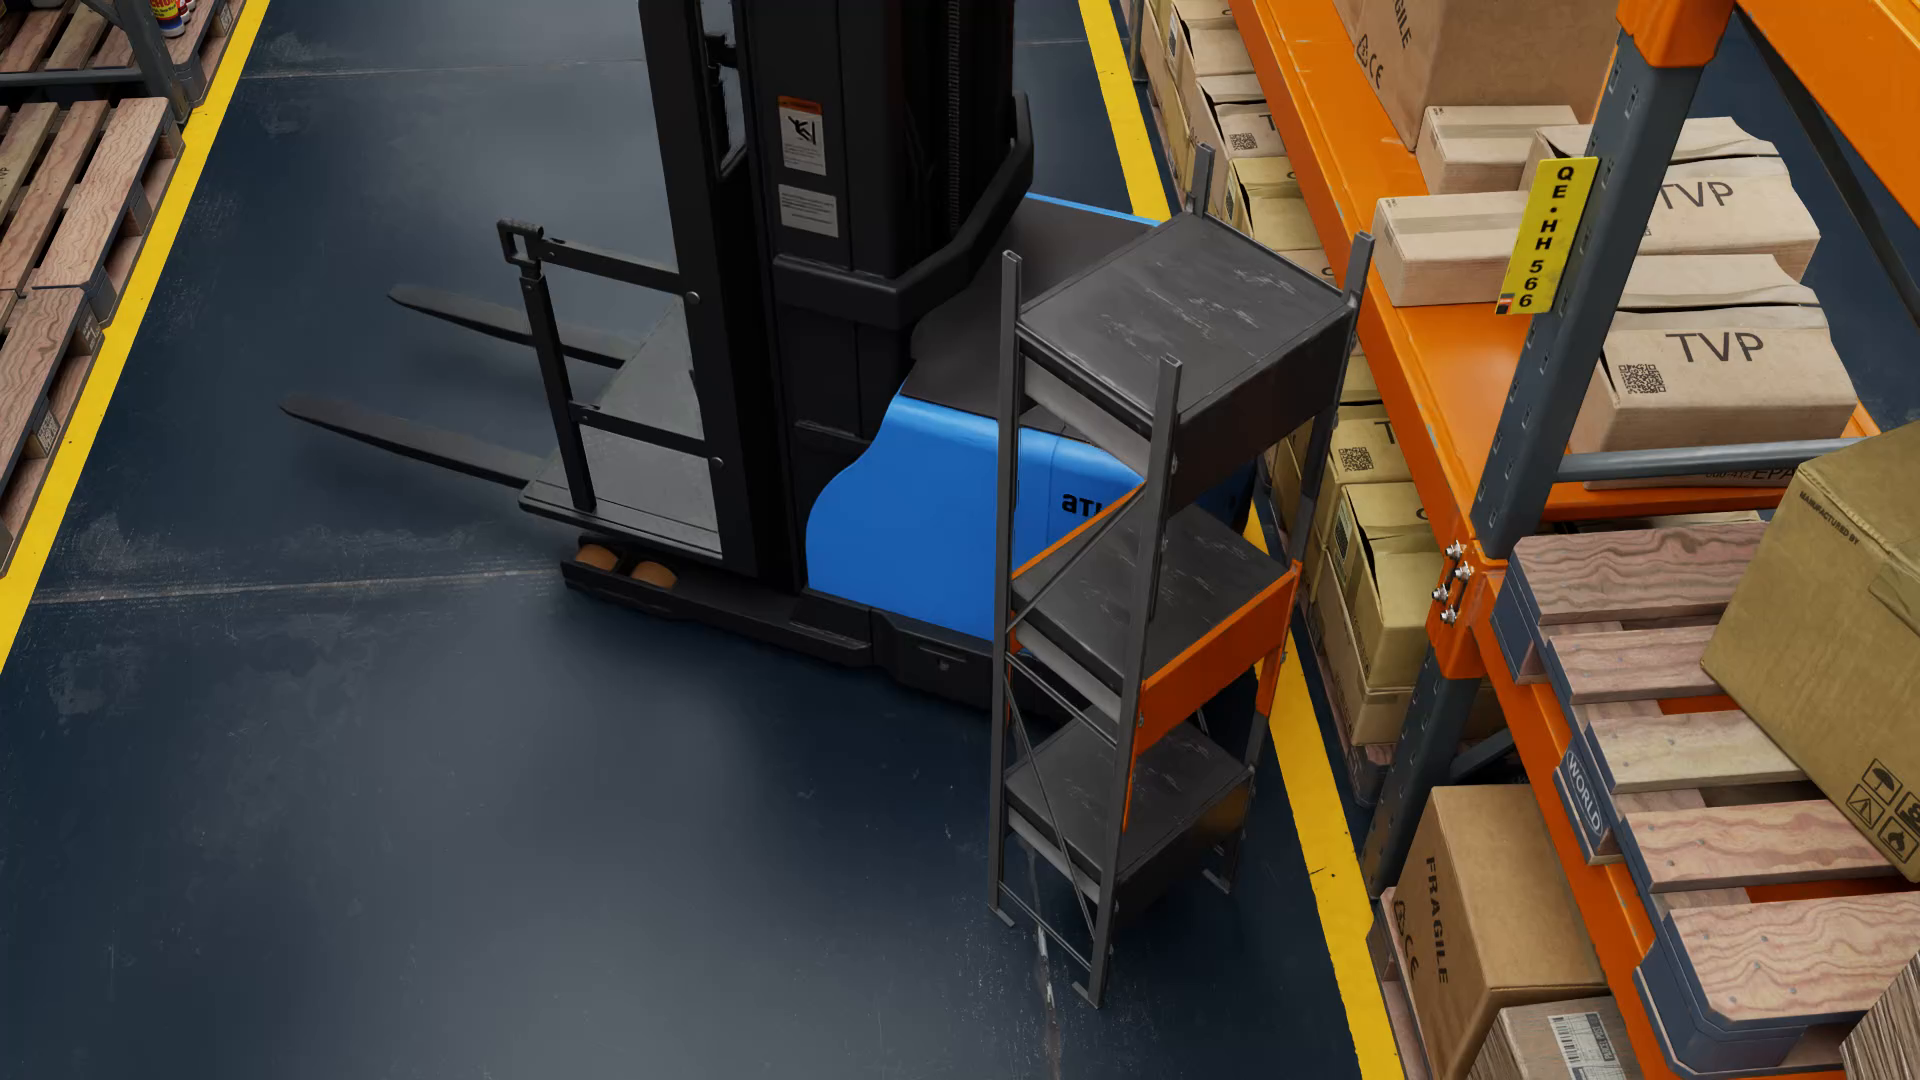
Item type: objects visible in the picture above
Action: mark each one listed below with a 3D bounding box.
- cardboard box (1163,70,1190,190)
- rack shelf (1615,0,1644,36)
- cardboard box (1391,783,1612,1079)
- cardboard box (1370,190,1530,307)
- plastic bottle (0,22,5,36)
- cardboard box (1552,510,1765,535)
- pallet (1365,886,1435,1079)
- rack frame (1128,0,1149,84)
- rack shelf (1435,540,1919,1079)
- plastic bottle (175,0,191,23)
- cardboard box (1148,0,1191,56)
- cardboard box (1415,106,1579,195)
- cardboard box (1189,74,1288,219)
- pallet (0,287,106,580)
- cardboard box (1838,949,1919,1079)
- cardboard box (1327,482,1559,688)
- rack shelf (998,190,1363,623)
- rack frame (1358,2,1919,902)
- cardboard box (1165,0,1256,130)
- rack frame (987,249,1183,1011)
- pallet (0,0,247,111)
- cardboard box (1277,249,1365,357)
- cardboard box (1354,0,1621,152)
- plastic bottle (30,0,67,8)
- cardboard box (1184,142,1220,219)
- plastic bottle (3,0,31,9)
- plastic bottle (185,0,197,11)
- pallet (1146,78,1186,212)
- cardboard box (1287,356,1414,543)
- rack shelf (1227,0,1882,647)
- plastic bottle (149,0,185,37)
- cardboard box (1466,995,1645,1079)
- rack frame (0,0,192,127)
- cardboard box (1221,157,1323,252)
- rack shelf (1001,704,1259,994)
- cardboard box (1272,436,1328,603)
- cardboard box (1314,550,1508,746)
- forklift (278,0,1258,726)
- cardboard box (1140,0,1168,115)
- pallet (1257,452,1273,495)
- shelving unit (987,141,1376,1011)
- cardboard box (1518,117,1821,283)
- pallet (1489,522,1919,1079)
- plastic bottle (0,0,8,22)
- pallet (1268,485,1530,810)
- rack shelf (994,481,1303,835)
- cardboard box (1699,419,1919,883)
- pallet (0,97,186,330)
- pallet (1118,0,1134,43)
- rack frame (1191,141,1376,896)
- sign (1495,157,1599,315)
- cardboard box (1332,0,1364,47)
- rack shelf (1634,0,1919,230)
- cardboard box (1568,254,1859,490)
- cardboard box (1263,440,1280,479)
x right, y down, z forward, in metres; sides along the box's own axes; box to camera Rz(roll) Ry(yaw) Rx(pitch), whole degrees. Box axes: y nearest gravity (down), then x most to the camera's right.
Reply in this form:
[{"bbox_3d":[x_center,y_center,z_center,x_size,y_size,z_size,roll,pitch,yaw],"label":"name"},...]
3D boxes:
[{"bbox_3d":[1.059,-1.575,6.281,0.500,0.250,0.500,-2,47,-2],"label":"cardboard box"},{"bbox_3d":[1.398,-2.390,3.877,1.077,0.370,4.000,-3,47,-3],"label":"rack shelf"},{"bbox_3d":[1.319,0.896,3.754,0.500,0.500,0.500,-2,47,-2],"label":"cardboard box"},{"bbox_3d":[1.215,-0.707,4.026,0.380,0.149,0.250,-3,47,-3],"label":"cardboard box"},{"bbox_3d":[-4.046,-2.187,6.880,0.097,0.201,0.097,0,47,0],"label":"plastic bottle"},{"bbox_3d":[1.814,0.052,4.353,0.500,0.311,0.500,-2,47,-2],"label":"cardboard box"},{"bbox_3d":[1.590,1.342,3.834,1.003,0.211,1.213,-3,47,-3],"label":"pallet"},{"bbox_3d":[1.231,-3.053,6.076,1.000,3.000,0.127,-3,47,-3],"label":"rack frame"},{"bbox_3d":[1.733,1.535,2.226,1.077,0.370,4.000,-3,47,-3],"label":"rack shelf"},{"bbox_3d":[-3.304,-2.275,6.963,0.097,0.201,0.097,0,47,0],"label":"plastic bottle"},{"bbox_3d":[1.017,-2.131,6.420,0.500,0.311,0.500,-3,47,-3],"label":"cardboard box"},{"bbox_3d":[1.403,-0.992,4.297,0.380,0.149,0.250,0,47,0],"label":"cardboard box"},{"bbox_3d":[1.098,-1.394,5.723,0.500,0.311,0.500,-5,47,-5],"label":"cardboard box"},{"bbox_3d":[-3.496,-0.345,5.432,1.003,0.211,1.213,-3,47,-3],"label":"pallet"},{"bbox_3d":[1.617,0.784,2.083,0.700,0.500,0.500,4,47,4],"label":"cardboard box"},{"bbox_3d":[1.276,0.085,4.322,0.500,0.311,0.500,-2,47,-2],"label":"cardboard box"},{"bbox_3d":[0.392,-0.252,3.097,0.480,0.518,0.431,-33,55,-28],"label":"rack shelf"},{"bbox_3d":[1.566,-0.159,3.335,1.000,3.000,0.127,-3,47,-3],"label":"rack frame"},{"bbox_3d":[1.054,-1.768,6.077,0.500,0.311,0.500,-4,47,-4],"label":"cardboard box"},{"bbox_3d":[0.211,0.339,3.483,0.015,2.100,0.400,-33,55,-28],"label":"rack frame"},{"bbox_3d":[-3.720,-2.284,7.268,1.003,0.211,1.213,-3,47,-3],"label":"pallet"},{"bbox_3d":[1.187,-0.656,5.024,0.500,0.311,0.500,-4,47,-4],"label":"cardboard box"},{"bbox_3d":[1.409,-1.407,4.447,0.500,0.500,0.500,-6,47,-5],"label":"cardboard box"},{"bbox_3d":[-3.903,-2.452,7.028,0.144,0.351,0.185,-3,47,-3],"label":"plastic bottle"},{"bbox_3d":[1.105,-1.201,5.926,0.500,0.250,0.500,-5,47,-5],"label":"cardboard box"},{"bbox_3d":[-4.047,-2.444,7.020,0.144,0.351,0.185,-5,47,-4],"label":"plastic bottle"},{"bbox_3d":[-3.312,-2.348,7.032,0.097,0.201,0.097,0,47,0],"label":"plastic bottle"},{"bbox_3d":[1.331,-1.564,6.585,1.003,0.211,1.213,-3,47,-3],"label":"pallet"},{"bbox_3d":[1.226,-0.291,4.678,0.500,0.311,0.500,-4,47,-4],"label":"cardboard box"},{"bbox_3d":[1.398,-1.359,4.966,1.077,0.370,4.000,-3,47,-3],"label":"rack shelf"},{"bbox_3d":[-3.295,-2.225,6.868,0.097,0.271,0.097,0,47,0],"label":"plastic bottle"},{"bbox_3d":[1.368,1.274,3.396,0.500,0.500,0.500,-5,47,-5],"label":"cardboard box"},{"bbox_3d":[-3.706,-2.755,5.793,1.000,3.000,0.127,-3,47,-3],"label":"rack frame"},{"bbox_3d":[1.147,-1.019,5.367,0.500,0.311,0.500,-2,47,-2],"label":"cardboard box"},{"bbox_3d":[0.392,0.711,4.114,0.480,0.518,0.431,-33,55,-28],"label":"rack shelf"},{"bbox_3d":[1.232,-0.097,4.880,0.500,0.250,0.500,-4,47,-4],"label":"cardboard box"},{"bbox_3d":[1.279,0.276,4.527,0.500,0.250,0.500,-2,47,-2],"label":"cardboard box"},{"bbox_3d":[-0.666,-1.123,4.295,3.031,2.935,1.130,16,49,14],"label":"forklift"},{"bbox_3d":[1.018,-1.945,6.631,0.500,0.250,0.500,-5,47,-4],"label":"cardboard box"},{"bbox_3d":[1.437,-0.679,5.748,1.003,0.211,1.213,-3,47,-3],"label":"pallet"},{"bbox_3d":[0.392,0.220,3.596,0.503,2.100,0.431,-33,55,-28],"label":"shelving unit"},{"bbox_3d":[1.684,-0.787,3.991,0.500,0.311,0.500,-4,47,-4],"label":"cardboard box"},{"bbox_3d":[1.692,0.393,2.944,1.213,0.211,1.003,-3,47,-3],"label":"pallet"},{"bbox_3d":[-4.075,-2.300,6.930,0.061,0.283,0.133,-1,47,-1],"label":"plastic bottle"},{"bbox_3d":[1.536,0.202,4.914,1.003,0.211,1.213,-3,47,-3],"label":"pallet"},{"bbox_3d":[0.392,0.229,3.605,0.480,0.518,0.431,-33,55,-28],"label":"rack shelf"},{"bbox_3d":[1.731,0.111,2.721,0.700,0.500,0.500,-18,49,-16],"label":"cardboard box"},{"bbox_3d":[-3.601,-1.230,6.270,1.003,0.211,1.213,-3,47,-3],"label":"pallet"},{"bbox_3d":[1.206,-2.672,7.635,1.003,0.211,1.213,-3,47,-3],"label":"pallet"},{"bbox_3d":[0.573,0.101,3.708,0.015,2.100,0.400,-33,55,-28],"label":"rack frame"},{"bbox_3d":[1.013,-0.521,2.880,0.100,0.325,0.005,-3,47,-3],"label":"sign"},{"bbox_3d":[1.365,-1.787,4.808,0.500,0.500,0.500,-3,47,-3],"label":"cardboard box"},{"bbox_3d":[1.733,0.504,1.136,1.077,0.370,4.000,-3,47,-3],"label":"rack shelf"},{"bbox_3d":[1.579,-0.394,3.619,0.500,0.311,0.500,-1,47,-1],"label":"cardboard box"},{"bbox_3d":[1.193,-0.461,5.225,0.500,0.250,0.500,-3,47,-2],"label":"cardboard box"}]
